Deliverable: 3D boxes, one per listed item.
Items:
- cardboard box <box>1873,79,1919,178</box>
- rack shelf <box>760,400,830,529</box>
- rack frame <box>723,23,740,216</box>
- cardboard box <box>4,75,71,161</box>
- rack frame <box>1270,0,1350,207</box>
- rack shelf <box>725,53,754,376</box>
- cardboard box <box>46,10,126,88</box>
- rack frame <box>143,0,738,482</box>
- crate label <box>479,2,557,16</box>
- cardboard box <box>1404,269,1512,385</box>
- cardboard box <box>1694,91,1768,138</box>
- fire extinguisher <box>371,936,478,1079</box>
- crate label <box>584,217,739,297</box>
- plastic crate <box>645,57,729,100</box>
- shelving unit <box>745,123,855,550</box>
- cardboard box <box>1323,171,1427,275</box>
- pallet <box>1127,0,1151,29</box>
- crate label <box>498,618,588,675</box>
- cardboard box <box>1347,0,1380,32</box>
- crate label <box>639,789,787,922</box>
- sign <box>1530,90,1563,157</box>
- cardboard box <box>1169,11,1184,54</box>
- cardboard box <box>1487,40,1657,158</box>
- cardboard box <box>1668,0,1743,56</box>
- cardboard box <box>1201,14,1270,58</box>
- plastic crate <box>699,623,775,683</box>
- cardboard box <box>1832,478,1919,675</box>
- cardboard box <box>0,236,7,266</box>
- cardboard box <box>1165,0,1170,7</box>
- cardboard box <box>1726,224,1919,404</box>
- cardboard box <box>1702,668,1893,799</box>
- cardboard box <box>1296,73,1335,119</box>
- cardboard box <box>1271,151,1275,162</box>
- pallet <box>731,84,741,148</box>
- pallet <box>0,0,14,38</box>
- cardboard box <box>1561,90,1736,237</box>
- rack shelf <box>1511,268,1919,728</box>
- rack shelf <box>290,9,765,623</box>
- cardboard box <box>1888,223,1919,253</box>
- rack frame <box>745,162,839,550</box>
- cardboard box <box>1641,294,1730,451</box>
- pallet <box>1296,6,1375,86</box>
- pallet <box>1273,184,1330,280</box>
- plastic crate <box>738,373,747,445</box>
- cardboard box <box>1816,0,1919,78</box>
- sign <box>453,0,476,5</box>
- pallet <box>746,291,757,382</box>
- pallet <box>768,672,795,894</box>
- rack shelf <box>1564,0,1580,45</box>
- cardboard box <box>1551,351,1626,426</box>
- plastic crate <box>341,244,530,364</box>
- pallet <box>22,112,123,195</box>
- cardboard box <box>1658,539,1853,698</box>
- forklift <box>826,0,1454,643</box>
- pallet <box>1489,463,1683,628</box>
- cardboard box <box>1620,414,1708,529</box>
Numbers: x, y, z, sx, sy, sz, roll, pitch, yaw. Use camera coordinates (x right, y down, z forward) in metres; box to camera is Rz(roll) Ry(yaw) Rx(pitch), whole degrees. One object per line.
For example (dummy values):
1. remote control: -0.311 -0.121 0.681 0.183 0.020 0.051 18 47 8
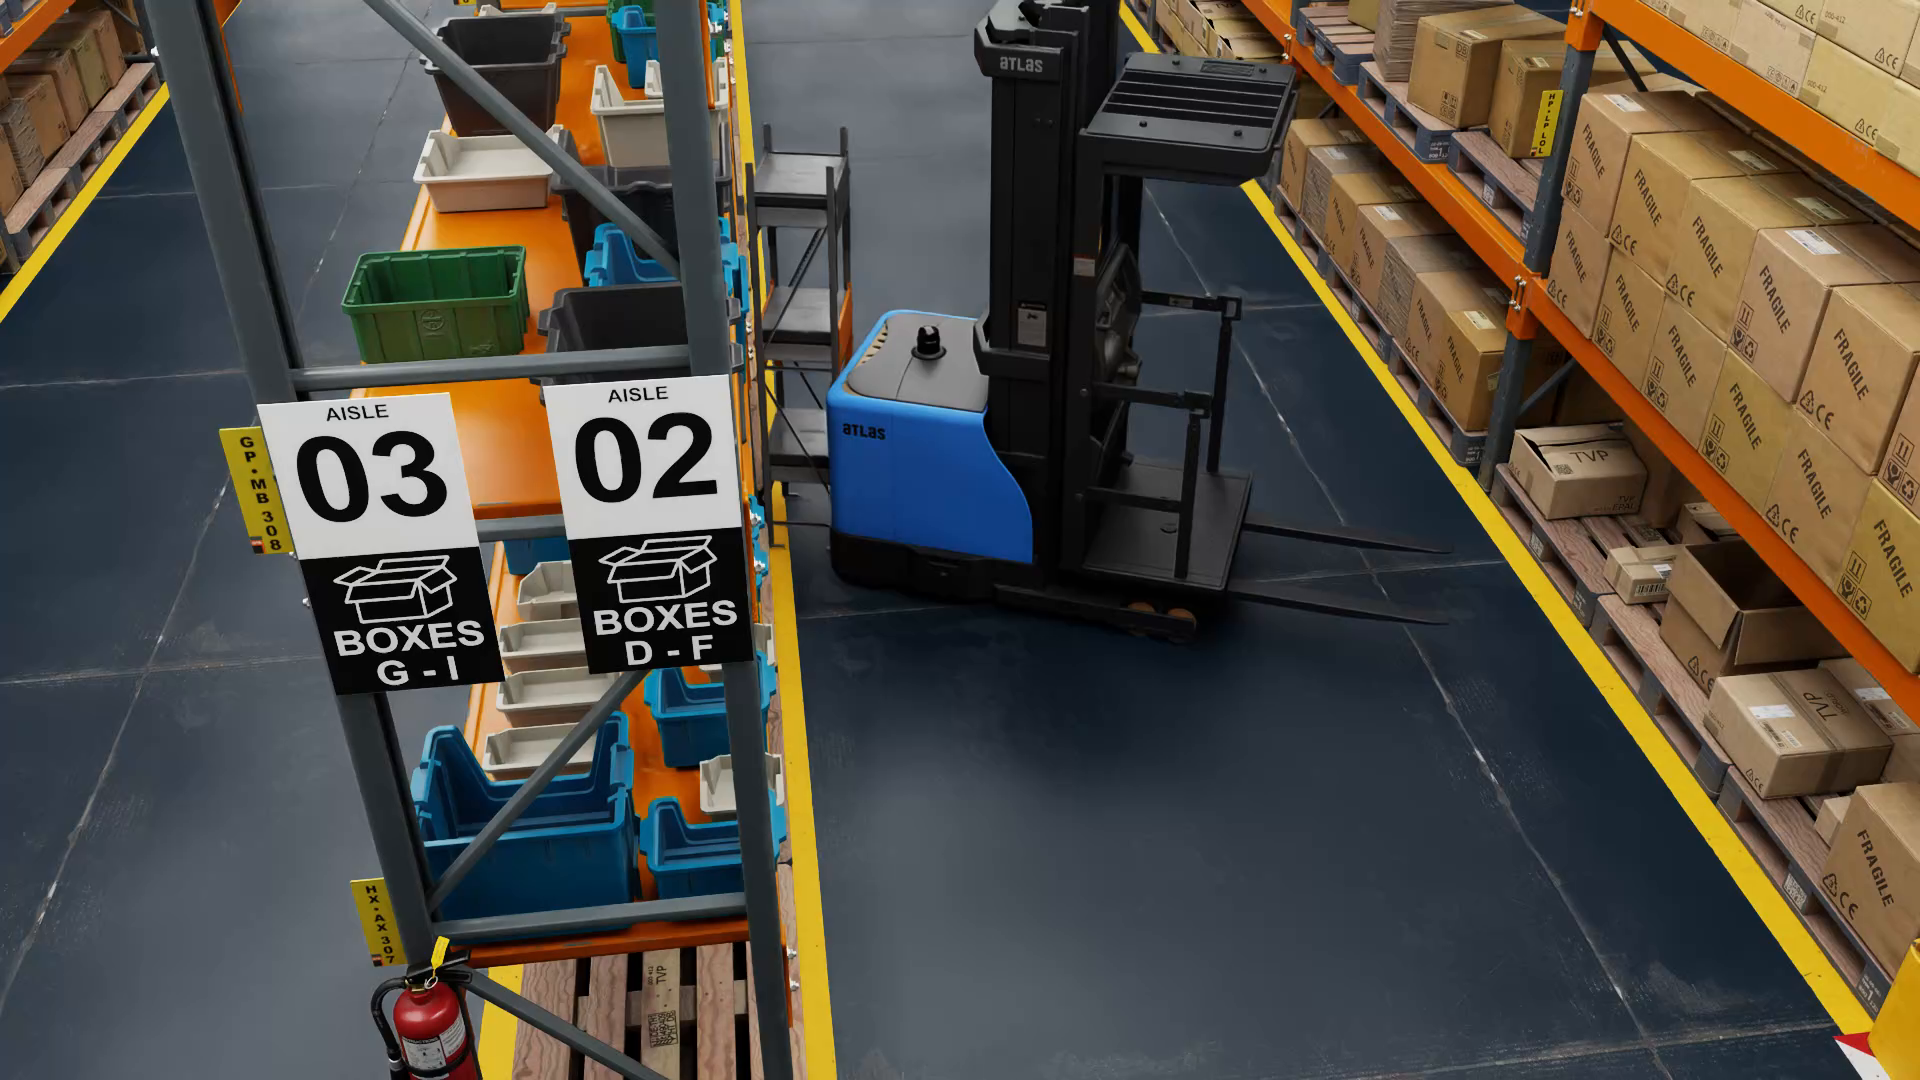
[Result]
1. cardboard box: 3.441 -1.336 5.516 0.500 0.250 0.500 -4 35 -6
2. rack shelf: -0.782 -0.374 8.680 0.431 0.518 0.480 3 35 3
3. rack frame: -2.077 -3.425 11.112 1.000 3.000 0.127 -4 35 -6
4. cardboard box: -7.266 -3.195 12.604 0.700 0.500 0.500 -2 34 -2
5. rack frame: 2.832 -3.798 11.659 1.000 3.000 0.127 -4 35 -6
6. rack shelf: -1.808 -2.011 9.677 1.077 0.370 4.000 -4 35 -6
7. cardboard box: -7.462 -4.086 13.912 0.700 0.500 0.500 -7 35 -10
8. rack frame: -1.001 -1.440 2.872 1.000 3.000 0.127 -4 35 -6
9. crate label: -1.760 -2.028 6.633 0.293 0.136 0.466 -4 35 -6
10. cardboard box: 2.961 -1.245 9.742 0.500 0.500 0.500 -4 35 -6
11. cardboard box: 3.694 -1.758 7.689 0.500 0.500 0.500 -4 34 -6
12. fire extinguisher: -1.431 1.344 4.514 0.296 0.674 0.183 -4 35 -6
13. crate label: -0.805 -0.678 4.550 0.408 0.251 0.502 -4 35 -6
14. plastic crate: -0.991 -1.642 6.067 0.293 0.136 0.466 -4 35 -6
15. shelving unit: -0.769 -0.961 8.275 0.431 2.100 0.503 3 35 3
16. cardboard box: 2.748 -2.099 10.996 0.500 0.500 0.500 -5 35 -7
17. pallet: 2.228 -5.325 16.376 1.003 0.211 1.213 -4 35 -6
18. crate label: -1.377 0.366 5.730 0.396 0.136 0.243 -4 35 -6
19. cardboard box: 3.028 -3.670 11.010 0.700 0.500 0.500 -16 37 -22
20. crate label: -0.708 0.921 4.830 0.416 0.233 0.303 -4 35 -6
21. sign: 2.820 -2.000 7.993 0.100 0.325 0.005 -4 35 -6
22. cardboard box: 2.170 -4.538 14.814 0.500 0.250 0.500 -4 34 -5
23. cardboard box: 3.372 -2.441 9.206 0.700 0.500 0.500 1 34 1
24. cardboard box: 3.253 -2.174 6.746 0.500 0.250 0.500 -4 35 -6
25. cardboard box: 2.310 -4.192 13.808 0.500 0.311 0.500 -3 34 -5
26. plastic crate: -0.761 0.397 5.685 0.250 0.136 0.298 -4 35 -6
27. cardboard box: 3.504 0.107 5.841 0.500 0.500 0.500 -4 34 -6
28. cardboard box: -6.913 -1.959 10.474 1.225 0.875 0.875 -6 35 -9
29. cardboard box: 2.102 -5.050 15.067 0.500 0.311 0.500 -4 35 -6
30. cardboard box: 3.363 -0.873 6.391 0.500 0.500 0.500 -3 34 -5
31. cardboard box: 3.492 0.804 6.958 0.500 0.250 0.500 -4 35 -6
32. cardboard box: 2.517 -3.341 12.559 0.500 0.311 0.500 -3 34 -5
33. cardboard box: 2.519 -3.110 12.719 0.500 0.250 0.500 -4 34 -5
34. pallet: -2.304 -3.387 13.533 1.003 0.211 1.213 -4 35 -6
35. pallet: -7.187 -3.360 11.187 1.213 0.211 1.003 -4 35 -6
36. cardboard box: 3.154 -1.736 7.657 0.500 0.500 0.500 -4 34 -5
37. rack shelf: 3.638 -0.152 6.949 1.077 0.370 4.000 -4 35 -6
38. rack shelf: -1.270 -1.019 5.557 1.077 0.370 4.000 -4 35 -6
39. cardboard box: 3.900 -0.910 6.445 0.500 0.500 0.500 -5 35 -7
40. rack frame: -0.786 -0.823 8.074 0.400 2.100 0.015 3 35 3
41. cardboard box: 3.305 -0.737 7.079 0.500 0.500 0.500 -5 35 -7
42. pallet: 2.992 -3.346 11.166 1.213 0.211 1.003 -4 35 -6
43. pallet: 2.894 -2.226 11.829 1.003 0.211 1.213 -4 35 -6
44. plastic crate: -1.123 -0.500 7.010 0.437 0.125 0.590 -4 35 -6
45. cardboard box: 3.381 -1.822 5.786 0.500 0.250 0.500 -4 35 -6
46. sign: -2.085 -2.395 6.930 0.100 0.325 0.005 -4 35 -6
47. pallet: -1.769 -1.156 10.259 1.003 0.211 1.213 -4 35 -6
48. pallet: -1.235 1.049 7.023 1.003 0.211 1.213 -4 35 -6
49. rack shelf: 3.100 -3.624 9.380 1.077 0.370 4.000 -4 35 -6
50. cardboard box: 3.546 -1.003 9.387 0.500 0.500 0.500 -6 35 -9
51. plastic crate: -1.417 -0.641 4.552 0.450 0.188 0.336 -4 35 -6
52. pallet: -7.250 -3.013 12.984 1.003 0.211 1.213 -4 35 -6
53. cardboard box: 3.627 0.332 7.425 0.797 0.503 0.637 -4 35 -6
54. forklift: 0.921 -1.048 7.685 3.031 2.935 1.130 9 35 13
55. pallet: 3.461 -0.030 8.607 1.003 0.211 1.213 -4 35 -6
56. cardboard box: 3.727 -0.418 8.529 0.500 0.500 0.500 -4 35 -6
